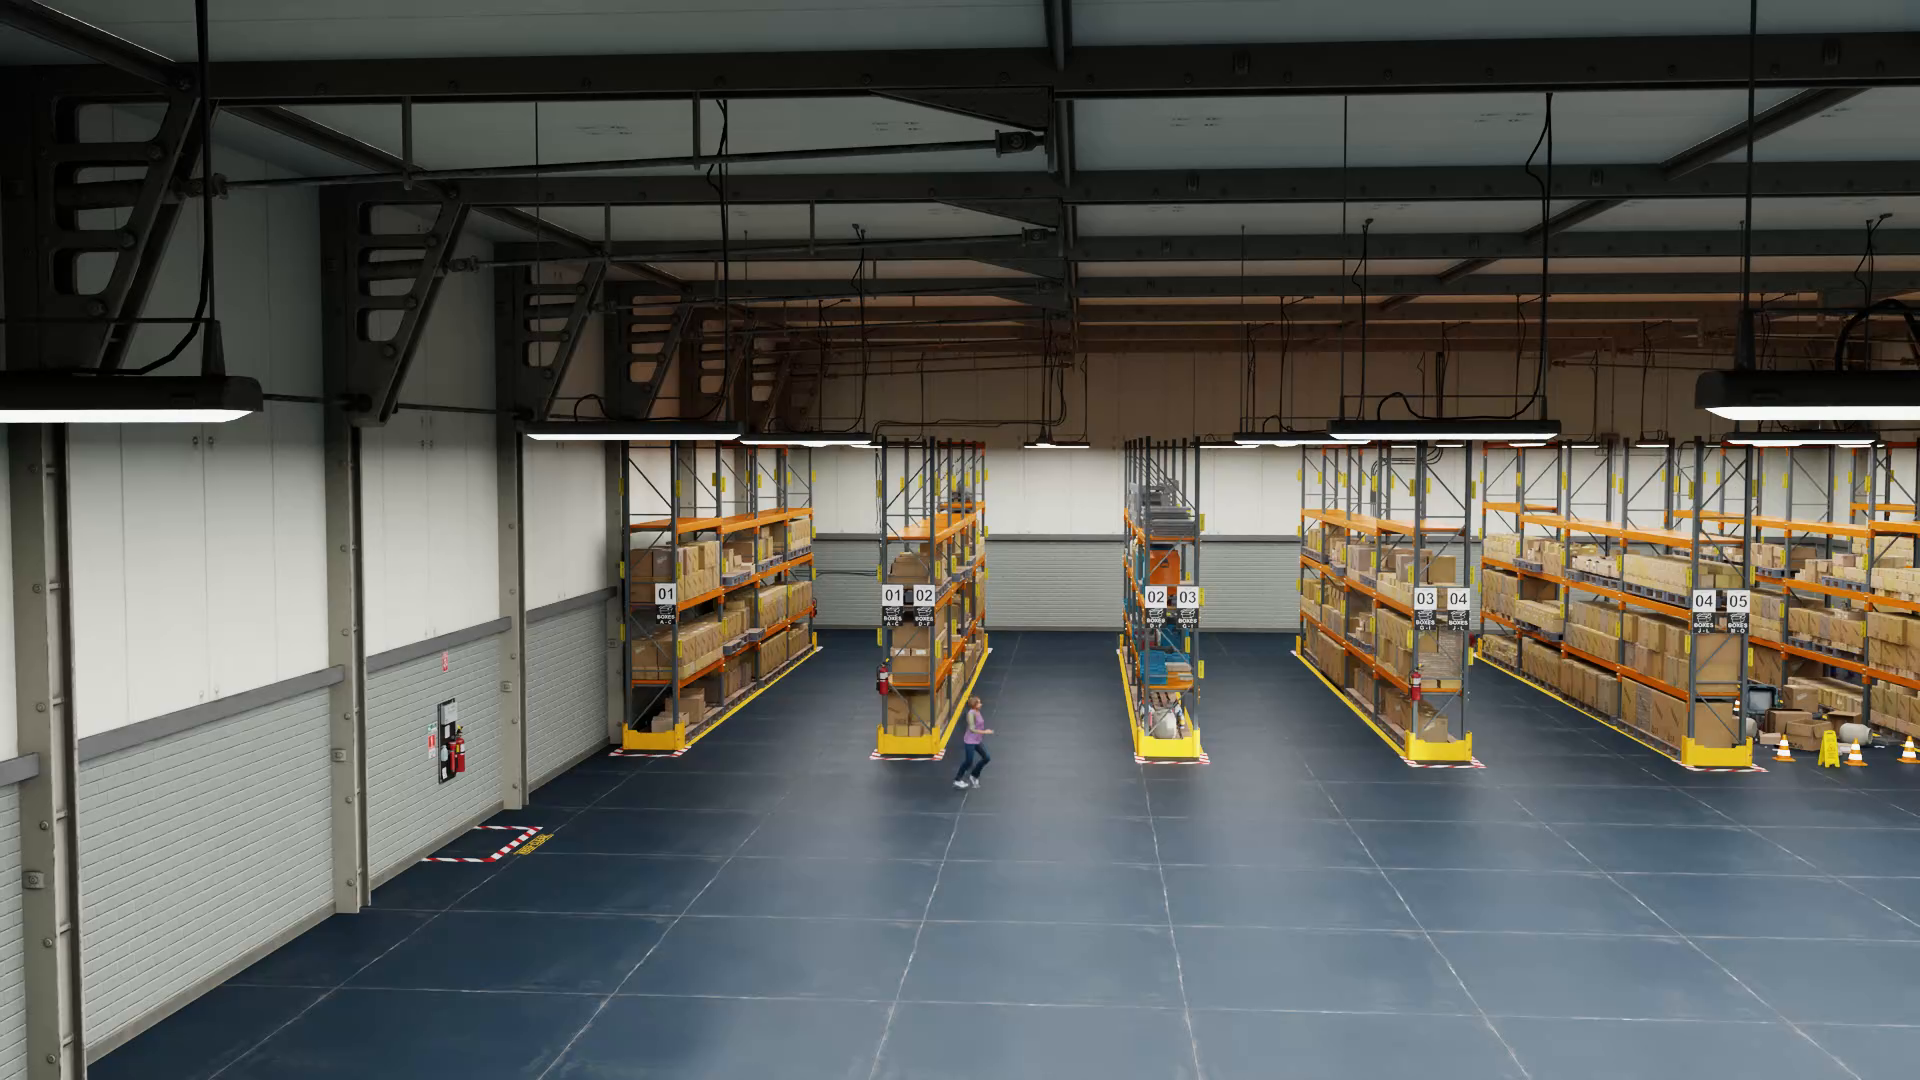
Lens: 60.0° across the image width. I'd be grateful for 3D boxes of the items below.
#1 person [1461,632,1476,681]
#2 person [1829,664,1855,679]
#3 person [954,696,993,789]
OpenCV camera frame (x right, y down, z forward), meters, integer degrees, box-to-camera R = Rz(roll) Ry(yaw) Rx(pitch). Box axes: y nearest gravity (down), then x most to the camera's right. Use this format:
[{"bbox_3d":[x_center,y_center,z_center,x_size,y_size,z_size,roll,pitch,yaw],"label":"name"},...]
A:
[{"bbox_3d":[11.807,2.803,39.184,0.662,1.733,1.047,0,3,1],"label":"person"},{"bbox_3d":[22.032,2.690,41.557,0.549,1.699,0.793,0,3,-6],"label":"person"},{"bbox_3d":[0.246,3.419,28.060,0.732,1.585,0.504,1,3,25],"label":"person"}]
